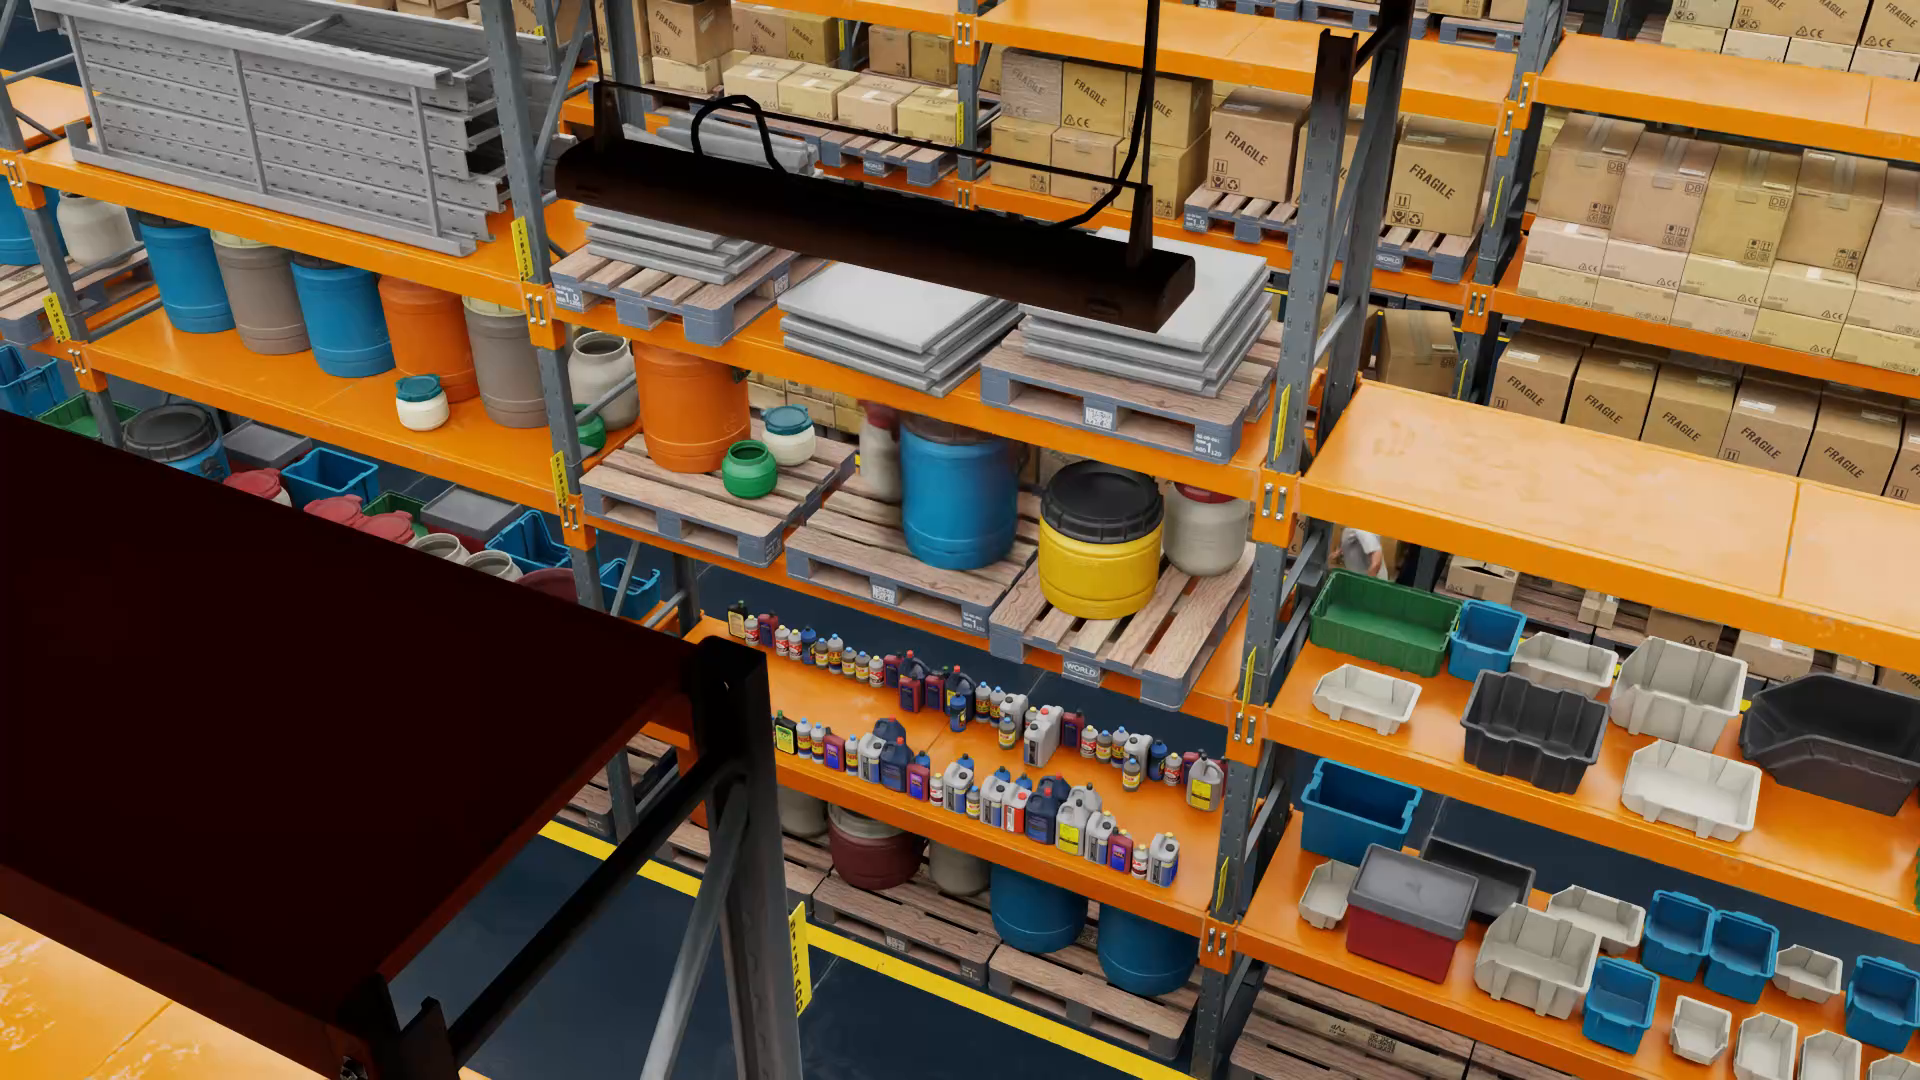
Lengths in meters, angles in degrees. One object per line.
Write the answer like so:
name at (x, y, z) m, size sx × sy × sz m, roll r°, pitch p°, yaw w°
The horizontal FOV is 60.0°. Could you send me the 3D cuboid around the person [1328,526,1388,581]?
person at (2.943, 0.300, 12.070) m, size 0.708 × 1.585 × 0.532 m, roll 22°, pitch 40°, yaw 28°
